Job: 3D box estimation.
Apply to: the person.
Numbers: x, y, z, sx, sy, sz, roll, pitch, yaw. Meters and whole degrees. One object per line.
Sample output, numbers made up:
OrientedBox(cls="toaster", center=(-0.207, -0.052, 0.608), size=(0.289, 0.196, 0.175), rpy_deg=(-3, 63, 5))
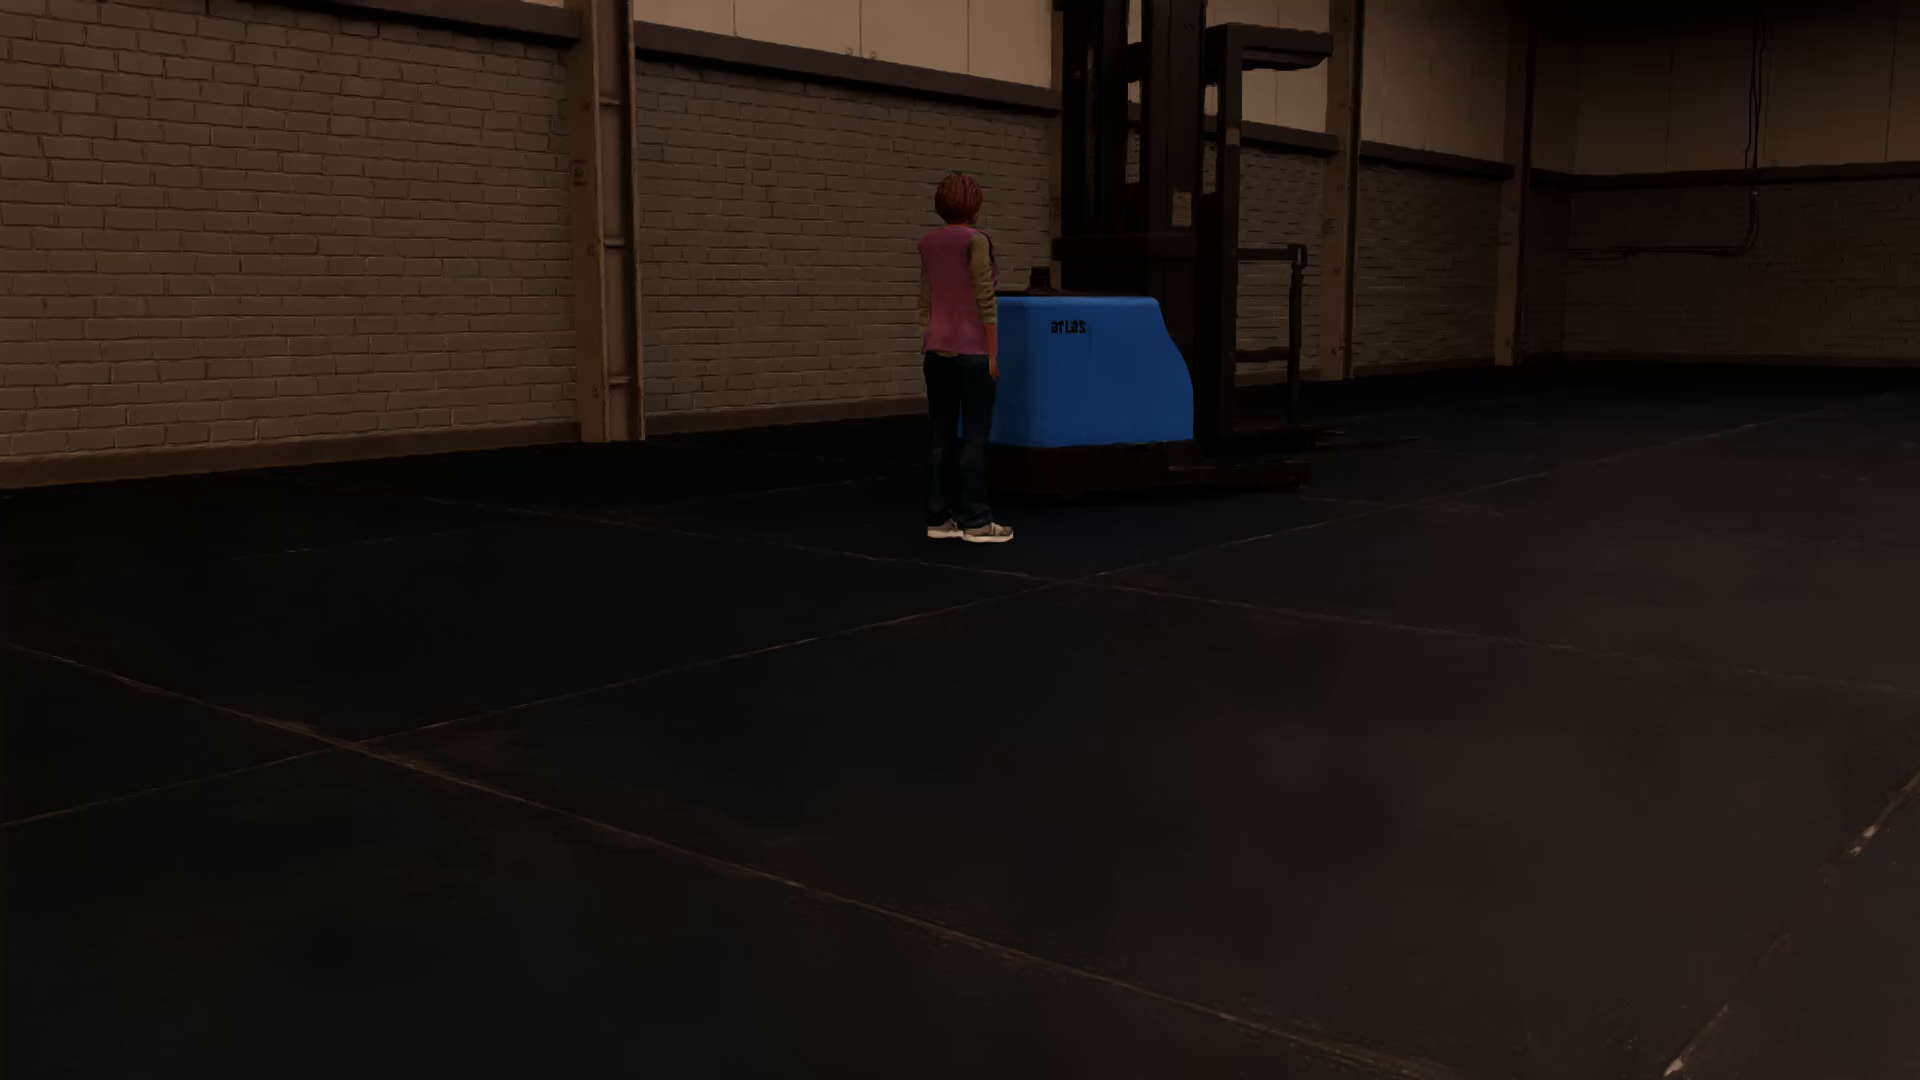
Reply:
OrientedBox(cls="person", center=(0.005, -0.793, 7.296), size=(0.405, 1.604, 0.311), rpy_deg=(7, 11, 38))

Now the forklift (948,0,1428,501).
OrientedBox(cls="forklift", center=(1.388, -1.784, 9.474), size=(3.031, 2.935, 1.130), rpy_deg=(-5, 10, -31))
